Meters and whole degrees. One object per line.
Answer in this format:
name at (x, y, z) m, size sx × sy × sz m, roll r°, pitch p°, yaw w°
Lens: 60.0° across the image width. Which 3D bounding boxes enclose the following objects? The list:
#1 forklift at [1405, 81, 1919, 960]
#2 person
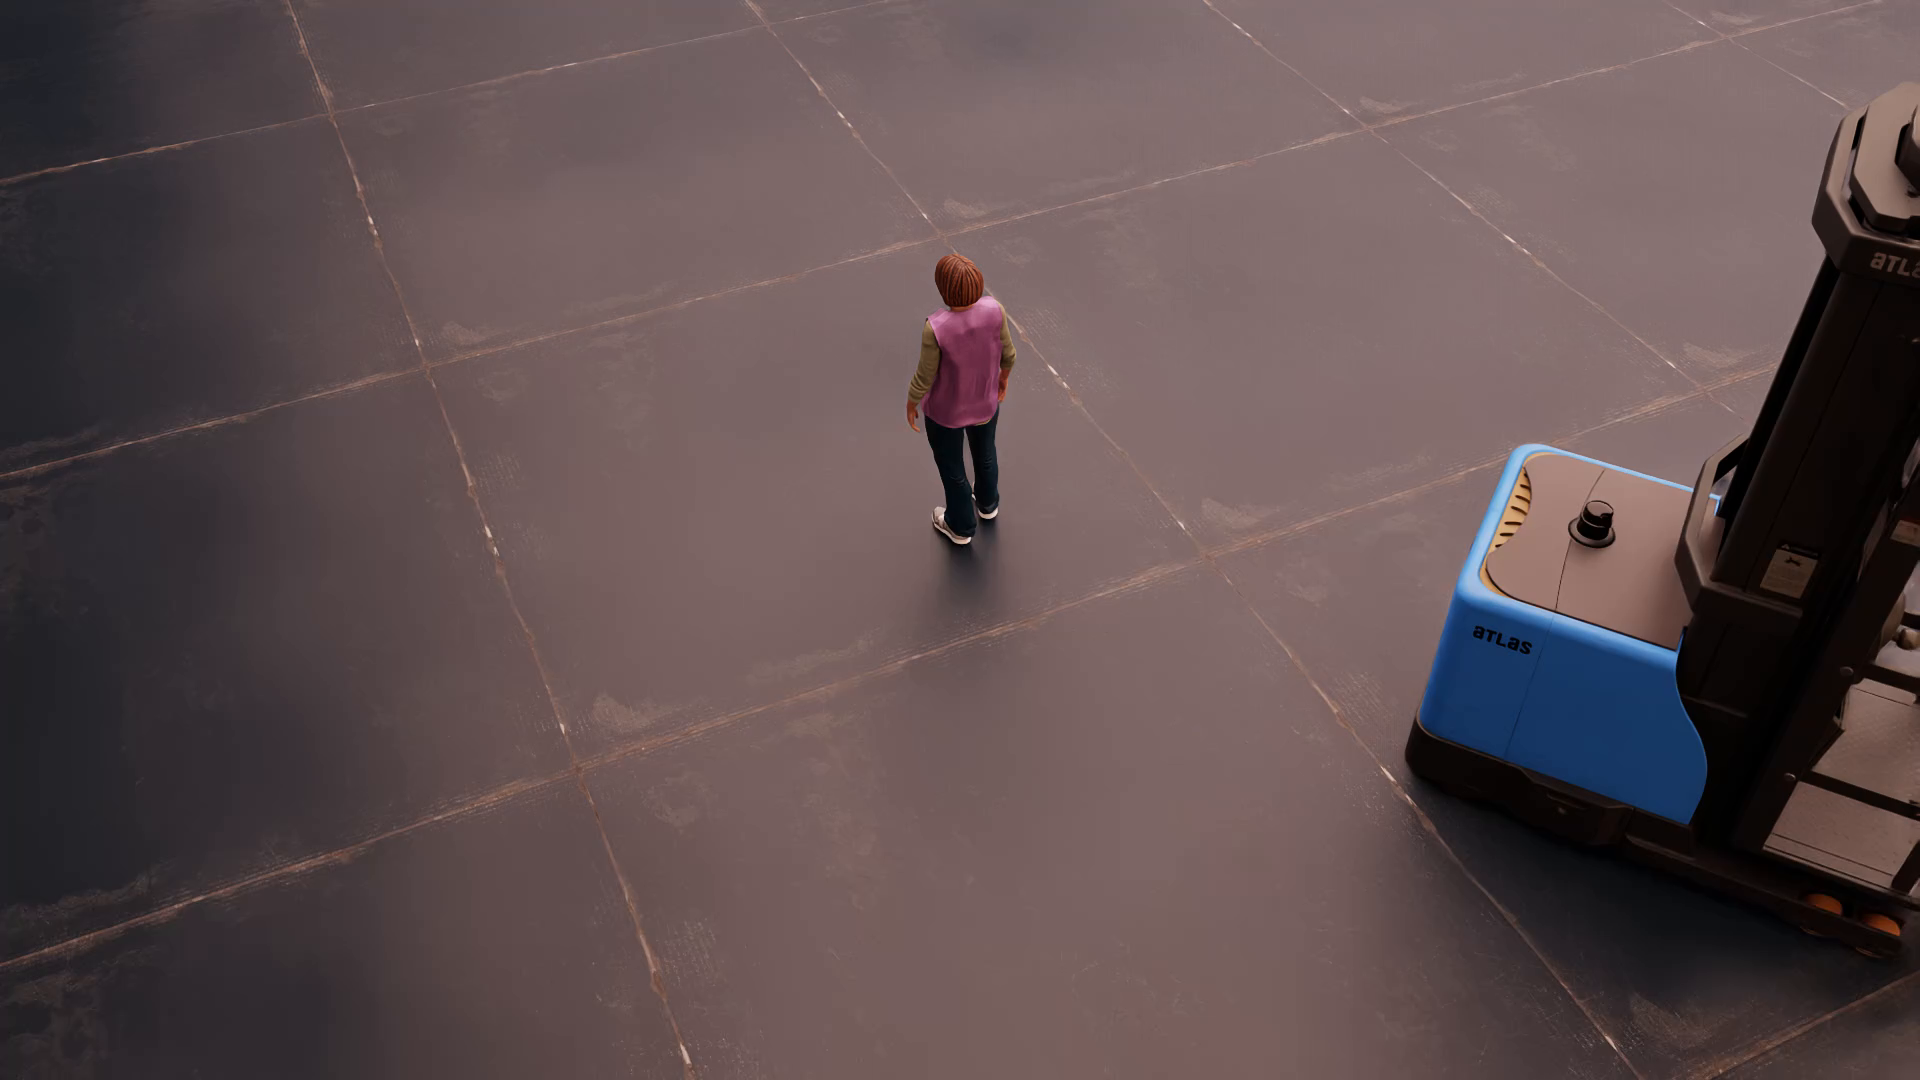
forklift at (3.363, 0.056, 5.620) m, size 3.031 × 2.935 × 1.130 m, roll 19°, pitch 46°, yaw 19°
person at (-0.019, -0.639, 7.332) m, size 0.521 × 1.599 × 0.473 m, roll -18°, pitch 46°, yaw -18°
